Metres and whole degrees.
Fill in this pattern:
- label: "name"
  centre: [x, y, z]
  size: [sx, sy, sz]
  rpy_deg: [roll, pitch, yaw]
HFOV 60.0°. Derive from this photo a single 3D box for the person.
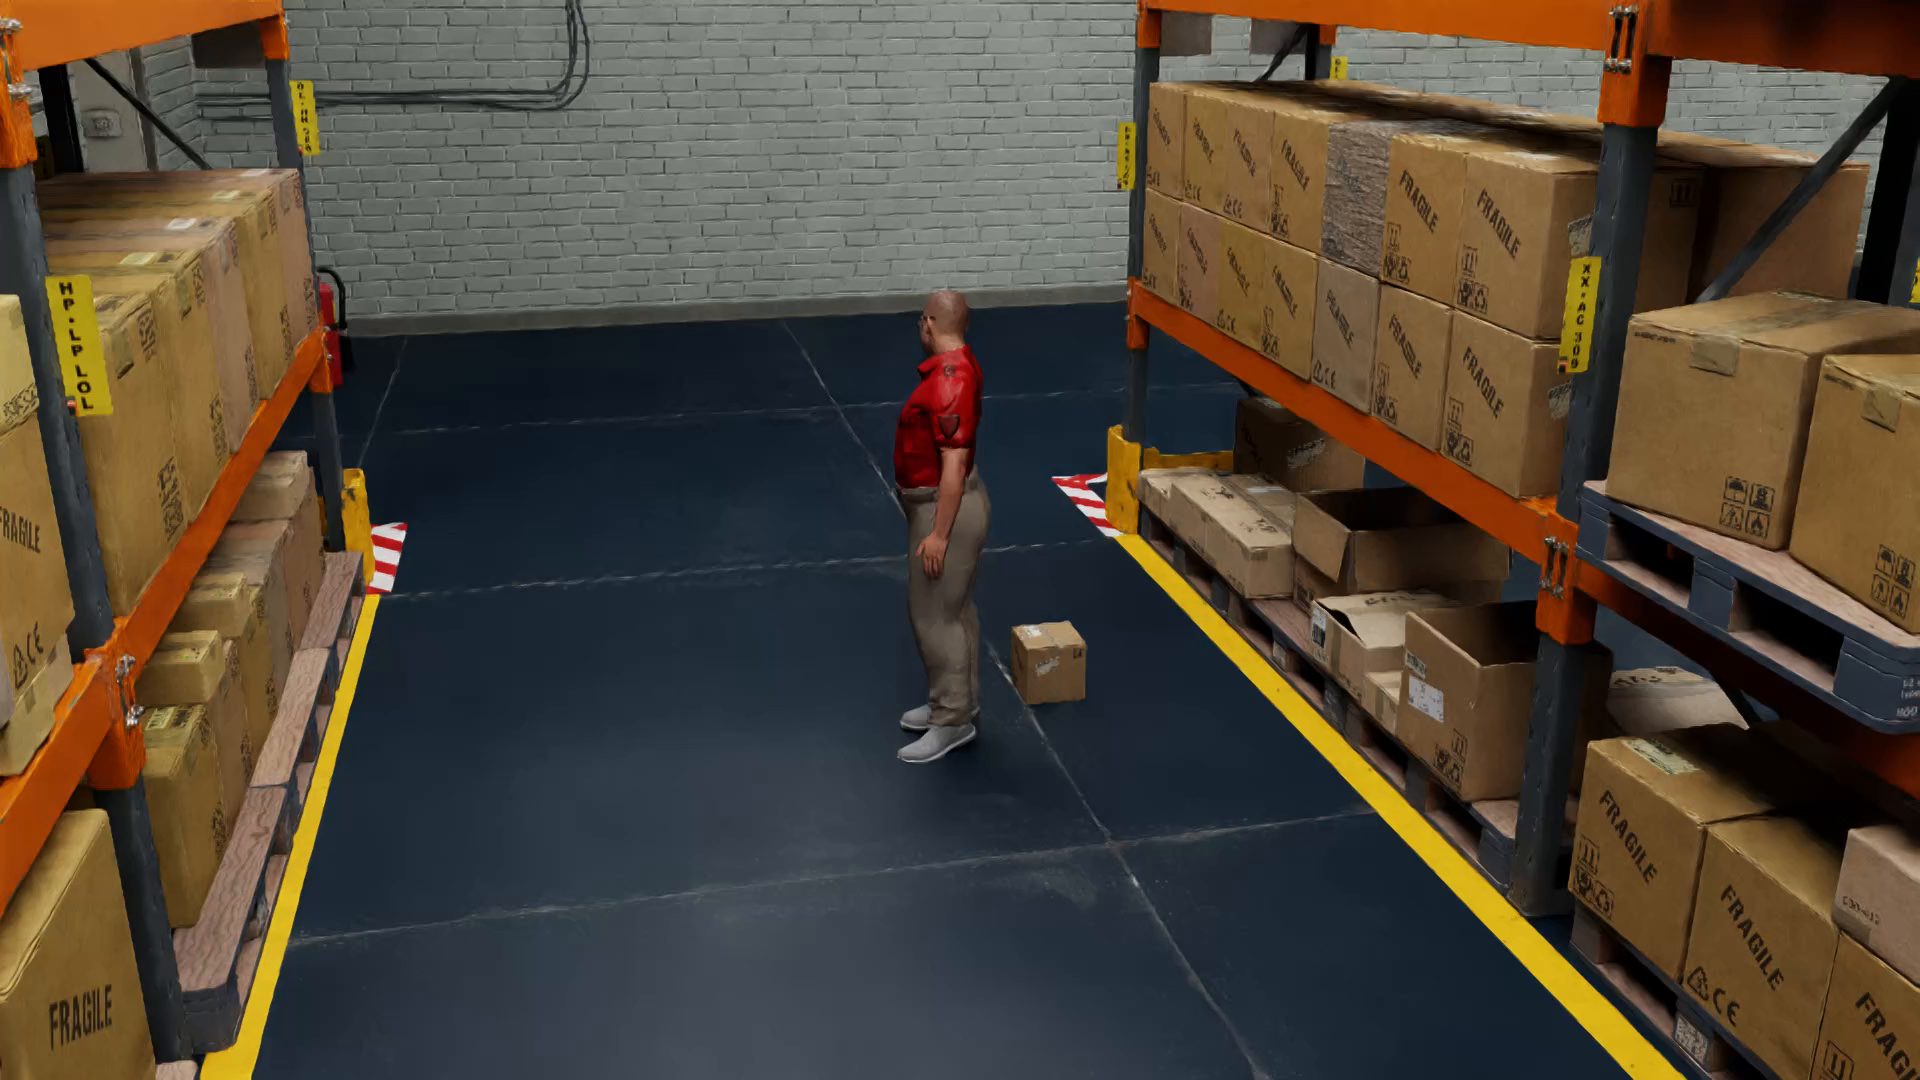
- label: "person"
  centre: [-0.066, -0.058, 6.274]
  size: [0.360, 1.760, 0.612]
  rpy_deg: [1, 20, 3]
